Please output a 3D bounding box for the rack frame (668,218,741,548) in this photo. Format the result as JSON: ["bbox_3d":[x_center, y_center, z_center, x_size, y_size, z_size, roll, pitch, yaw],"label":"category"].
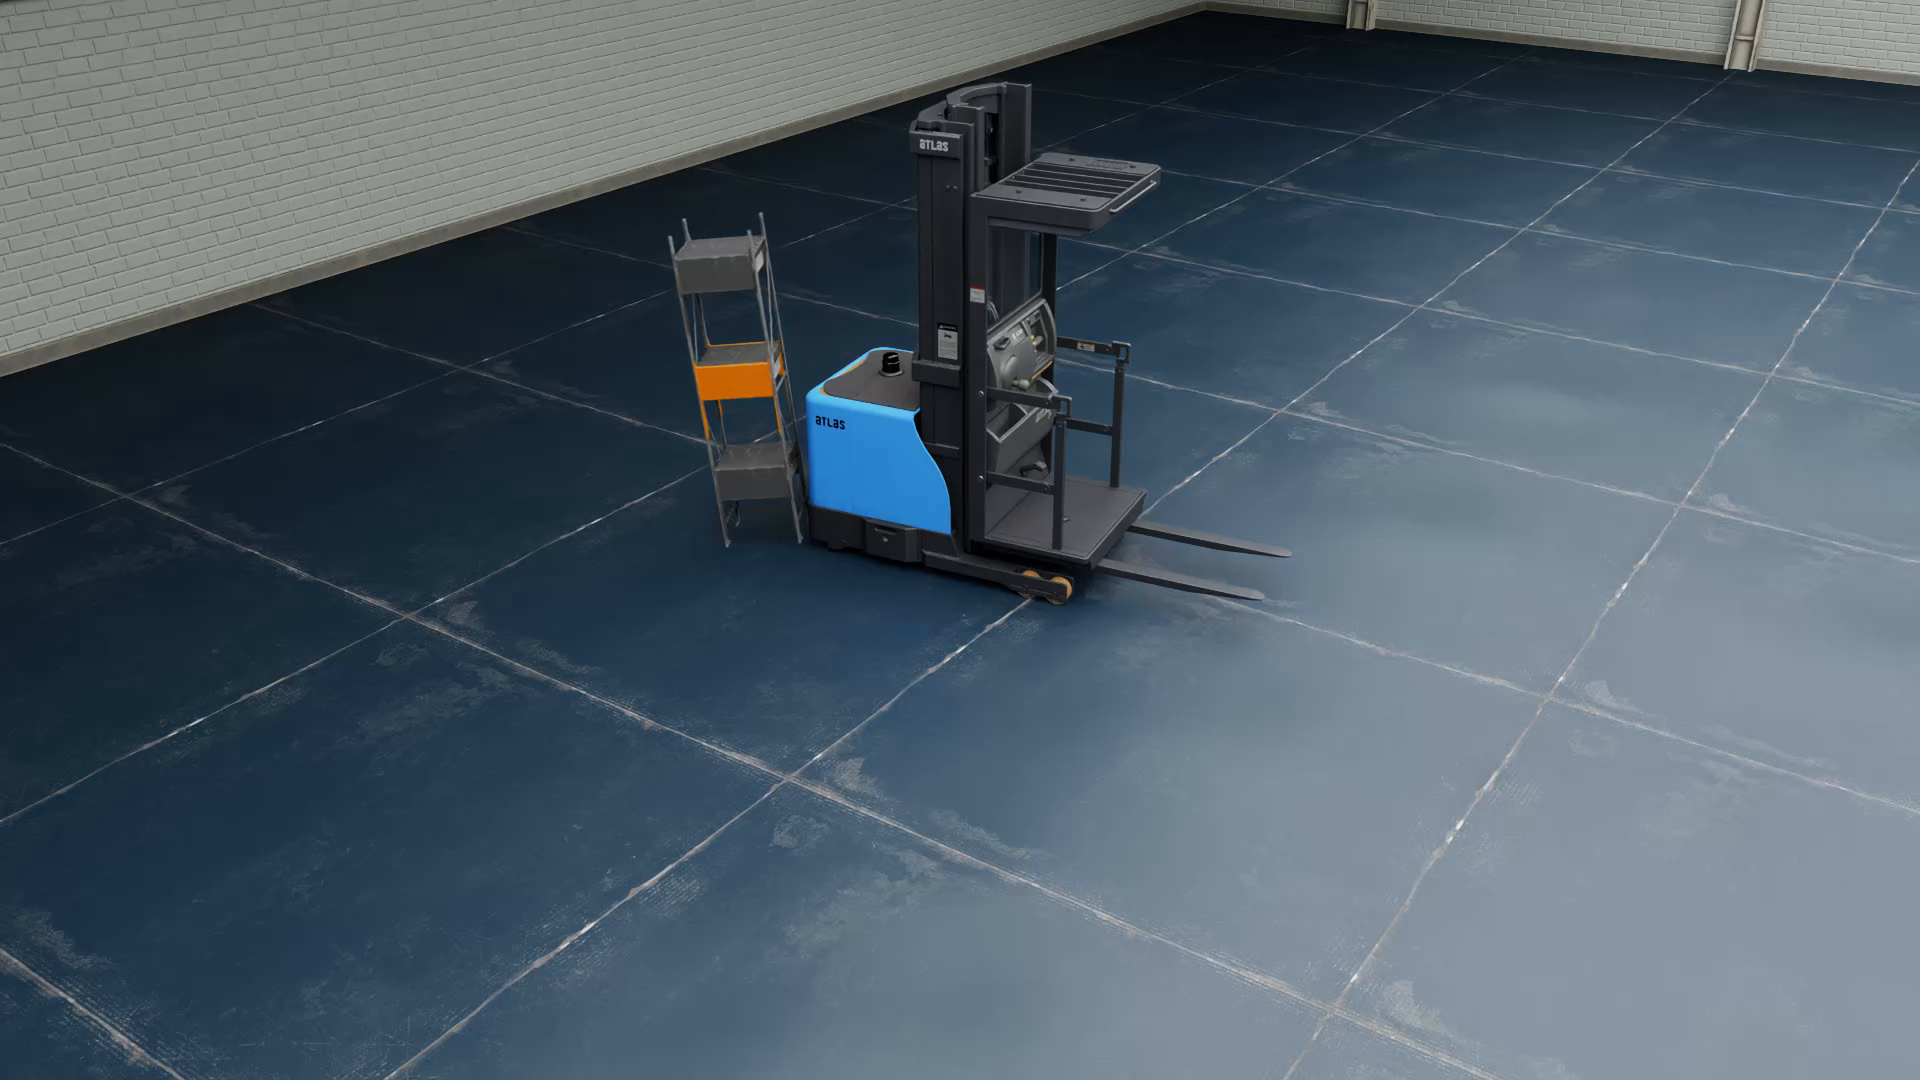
[{"bbox_3d":[-1.622,-0.976,10.636,0.015,2.100,0.400,-3,27,7],"label":"rack frame"}]

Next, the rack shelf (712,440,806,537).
[{"bbox_3d":[-1.306,-0.354,10.922,0.480,0.518,0.431,-3,27,7],"label":"rack shelf"}]

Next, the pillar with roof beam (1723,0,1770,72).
[{"bbox_3d":[9.231,-9.458,19.687,0.400,9.000,9.100,17,32,30],"label":"pillar with roof beam"}]

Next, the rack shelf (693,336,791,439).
[{"bbox_3d":[-1.379,-0.977,10.612,0.480,0.518,0.431,-3,27,7],"label":"rack shelf"}]

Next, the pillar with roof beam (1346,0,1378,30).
[{"bbox_3d":[4.286,-10.999,22.715,0.400,9.000,9.100,17,32,30],"label":"pillar with roof beam"}]

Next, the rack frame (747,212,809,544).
[{"bbox_3d":[-1.139,-1.002,10.575,0.015,2.100,0.400,-3,27,7],"label":"rack frame"}]

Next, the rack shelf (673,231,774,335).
[{"bbox_3d":[-1.452,-1.600,10.302,0.480,0.518,0.431,-3,27,7],"label":"rack shelf"}]

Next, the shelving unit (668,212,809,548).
[{"bbox_3d":[-1.381,-0.989,10.606,0.503,2.100,0.431,-3,27,7],"label":"shelving unit"}]

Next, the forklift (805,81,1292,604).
[{"bbox_3d":[0.564,-1.185,10.121,3.031,2.935,1.130,12,29,22],"label":"forklift"}]
